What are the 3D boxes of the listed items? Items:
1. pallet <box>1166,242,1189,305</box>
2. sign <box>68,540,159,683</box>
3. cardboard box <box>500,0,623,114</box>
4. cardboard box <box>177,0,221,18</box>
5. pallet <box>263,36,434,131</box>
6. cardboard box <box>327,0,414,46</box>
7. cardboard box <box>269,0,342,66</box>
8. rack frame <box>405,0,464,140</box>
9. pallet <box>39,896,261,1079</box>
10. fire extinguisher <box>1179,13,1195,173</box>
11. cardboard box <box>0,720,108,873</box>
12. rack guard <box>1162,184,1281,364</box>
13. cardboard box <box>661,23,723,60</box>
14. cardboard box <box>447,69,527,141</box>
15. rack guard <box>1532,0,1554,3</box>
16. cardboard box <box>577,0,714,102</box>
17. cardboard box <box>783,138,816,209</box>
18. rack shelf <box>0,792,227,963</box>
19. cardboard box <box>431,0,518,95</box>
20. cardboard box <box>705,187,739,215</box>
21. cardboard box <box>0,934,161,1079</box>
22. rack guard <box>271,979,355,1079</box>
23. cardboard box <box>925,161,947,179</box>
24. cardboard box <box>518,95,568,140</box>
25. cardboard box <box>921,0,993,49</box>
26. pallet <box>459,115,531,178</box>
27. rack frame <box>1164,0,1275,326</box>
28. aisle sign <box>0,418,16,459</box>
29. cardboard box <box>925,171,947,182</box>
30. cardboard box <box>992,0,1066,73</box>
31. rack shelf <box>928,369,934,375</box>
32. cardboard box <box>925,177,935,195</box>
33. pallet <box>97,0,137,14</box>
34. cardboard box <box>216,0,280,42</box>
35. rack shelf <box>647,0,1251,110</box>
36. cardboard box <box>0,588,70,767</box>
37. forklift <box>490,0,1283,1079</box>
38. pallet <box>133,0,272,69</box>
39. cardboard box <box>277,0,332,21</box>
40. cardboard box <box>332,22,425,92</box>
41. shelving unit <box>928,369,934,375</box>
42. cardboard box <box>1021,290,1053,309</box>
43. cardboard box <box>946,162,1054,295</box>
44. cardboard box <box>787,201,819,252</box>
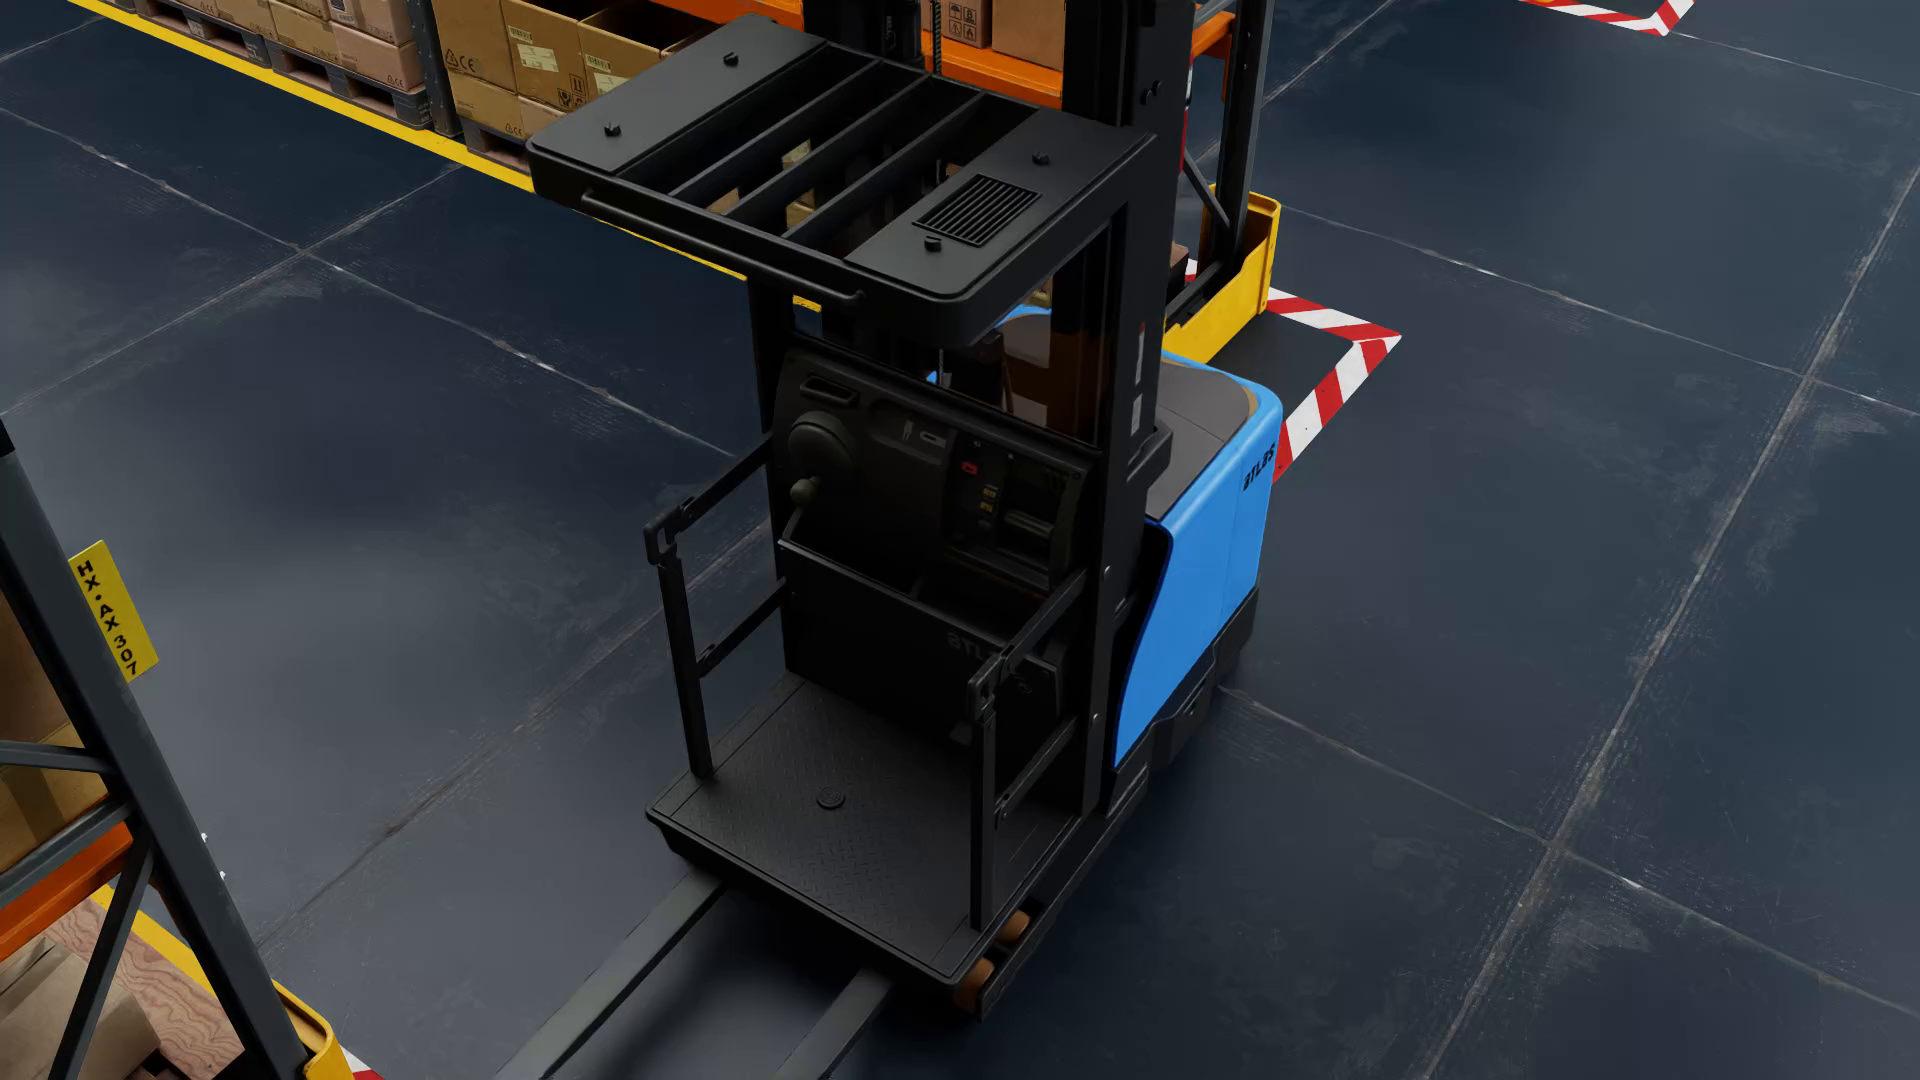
[{"bbox_3d":[0.249,-1.170,7.400,1.213,0.211,1.003,25,48,25],"label":"pallet"},{"bbox_3d":[-1.631,0.147,3.187,0.005,0.325,0.100,25,48,25],"label":"sign"},{"bbox_3d":[-1.762,-2.347,7.808,0.500,0.500,0.500,25,48,25],"label":"cardboard box"},{"bbox_3d":[-4.130,-3.189,9.312,0.500,0.250,0.500,26,48,26],"label":"cardboard box"},{"bbox_3d":[-3.001,-2.693,9.101,1.213,0.211,1.003,25,48,25],"label":"pallet"},{"bbox_3d":[-2.872,-2.810,8.468,0.500,0.311,0.500,25,48,25],"label":"cardboard box"},{"bbox_3d":[-3.295,-2.798,8.875,0.500,0.250,0.500,24,47,25],"label":"cardboard box"},{"bbox_3d":[-2.376,-3.471,7.880,0.127,3.000,1.000,25,48,25],"label":"rack frame"},{"bbox_3d":[-2.649,1.446,4.476,1.213,0.211,1.003,25,48,25],"label":"pallet"},{"bbox_3d":[0.729,-1.612,5.860,0.183,0.674,0.296,25,48,25],"label":"fire extinguisher"},{"bbox_3d":[-2.159,0.455,3.590,0.500,0.250,0.500,24,47,24],"label":"cardboard box"},{"bbox_3d":[0.919,-0.999,6.991,0.348,0.500,1.175,25,48,25],"label":"rack guard"},{"bbox_3d":[-0.947,-1.961,7.377,0.500,0.500,0.500,25,48,25],"label":"cardboard box"},{"bbox_3d":[-2.170,-2.260,8.273,0.500,0.250,0.500,25,48,25],"label":"cardboard box"},{"bbox_3d":[3.657,-3.714,10.026,0.348,0.500,1.175,25,48,25],"label":"rack guard"},{"bbox_3d":[-1.357,-2.151,7.589,0.500,0.500,0.500,25,48,25],"label":"cardboard box"},{"bbox_3d":[-0.538,-1.769,7.162,0.500,0.500,0.500,25,48,25],"label":"cardboard box"},{"bbox_3d":[-3.580,0.269,4.240,4.000,0.370,1.077,25,48,25],"label":"rack shelf"},{"bbox_3d":[-2.176,-2.534,8.017,0.500,0.500,0.500,25,48,25],"label":"cardboard box"},{"bbox_3d":[-0.945,-1.683,7.629,0.500,0.250,0.500,25,48,25],"label":"cardboard box"},{"bbox_3d":[-2.457,1.290,4.245,0.500,0.311,0.500,20,46,21],"label":"cardboard box"},{"bbox_3d":[-2.004,1.669,4.010,0.348,0.500,1.175,25,48,25],"label":"rack guard"},{"bbox_3d":[0.177,-1.868,7.273,0.500,0.500,0.500,25,48,25],"label":"cardboard box"},{"bbox_3d":[-1.764,-2.066,8.056,0.500,0.250,0.500,25,48,25],"label":"cardboard box"},{"bbox_3d":[0.092,-2.361,6.564,0.500,0.500,0.700,26,48,26],"label":"cardboard box"},{"bbox_3d":[-1.749,-2.105,8.444,1.213,0.211,1.003,25,48,25],"label":"pallet"},{"bbox_3d":[0.899,-1.940,6.168,0.127,3.000,1.000,25,48,25],"label":"rack frame"},{"bbox_3d":[-1.711,-0.339,2.430,0.004,0.787,0.394,25,48,25],"label":"aisle sign"},{"bbox_3d":[0.176,-1.588,7.522,0.500,0.250,0.500,25,48,25],"label":"cardboard box"},{"bbox_3d":[0.524,-2.163,6.342,0.500,0.500,0.700,25,48,25],"label":"cardboard box"},{"bbox_3d":[-0.044,-0.615,5.741,0.240,0.259,0.215,25,48,25],"label":"rack shelf"},{"bbox_3d":[-0.126,-1.300,7.201,0.500,0.250,0.500,25,48,25],"label":"cardboard box"},{"bbox_3d":[-4.999,-3.627,10.145,1.213,0.211,1.003,25,48,25],"label":"pallet"},{"bbox_3d":[-3.714,-2.994,9.093,0.500,0.250,0.500,26,48,26],"label":"cardboard box"},{"bbox_3d":[-0.738,-2.437,7.264,4.000,0.370,1.077,25,48,25],"label":"rack shelf"},{"bbox_3d":[-2.160,0.188,3.325,0.500,0.500,0.500,25,48,25],"label":"cardboard box"},{"bbox_3d":[-0.211,-0.107,4.172,1.130,2.935,3.031,24,47,24],"label":"forklift"},{"bbox_3d":[-4.004,-3.159,9.623,1.213,0.211,1.003,25,48,25],"label":"pallet"},{"bbox_3d":[-3.302,-3.006,8.687,0.500,0.311,0.500,26,48,26],"label":"cardboard box"},{"bbox_3d":[-2.882,-2.603,8.657,0.500,0.250,0.500,25,47,25],"label":"cardboard box"},{"bbox_3d":[-0.044,-0.412,5.923,0.252,1.050,0.215,25,48,25],"label":"shelving unit"},{"bbox_3d":[0.290,-1.115,6.994,0.500,0.250,0.500,25,48,25],"label":"cardboard box"},{"bbox_3d":[0.289,-1.394,6.743,0.500,0.500,0.500,25,48,25],"label":"cardboard box"},{"bbox_3d":[-0.536,-1.491,7.414,0.500,0.250,0.500,25,48,25],"label":"cardboard box"}]
